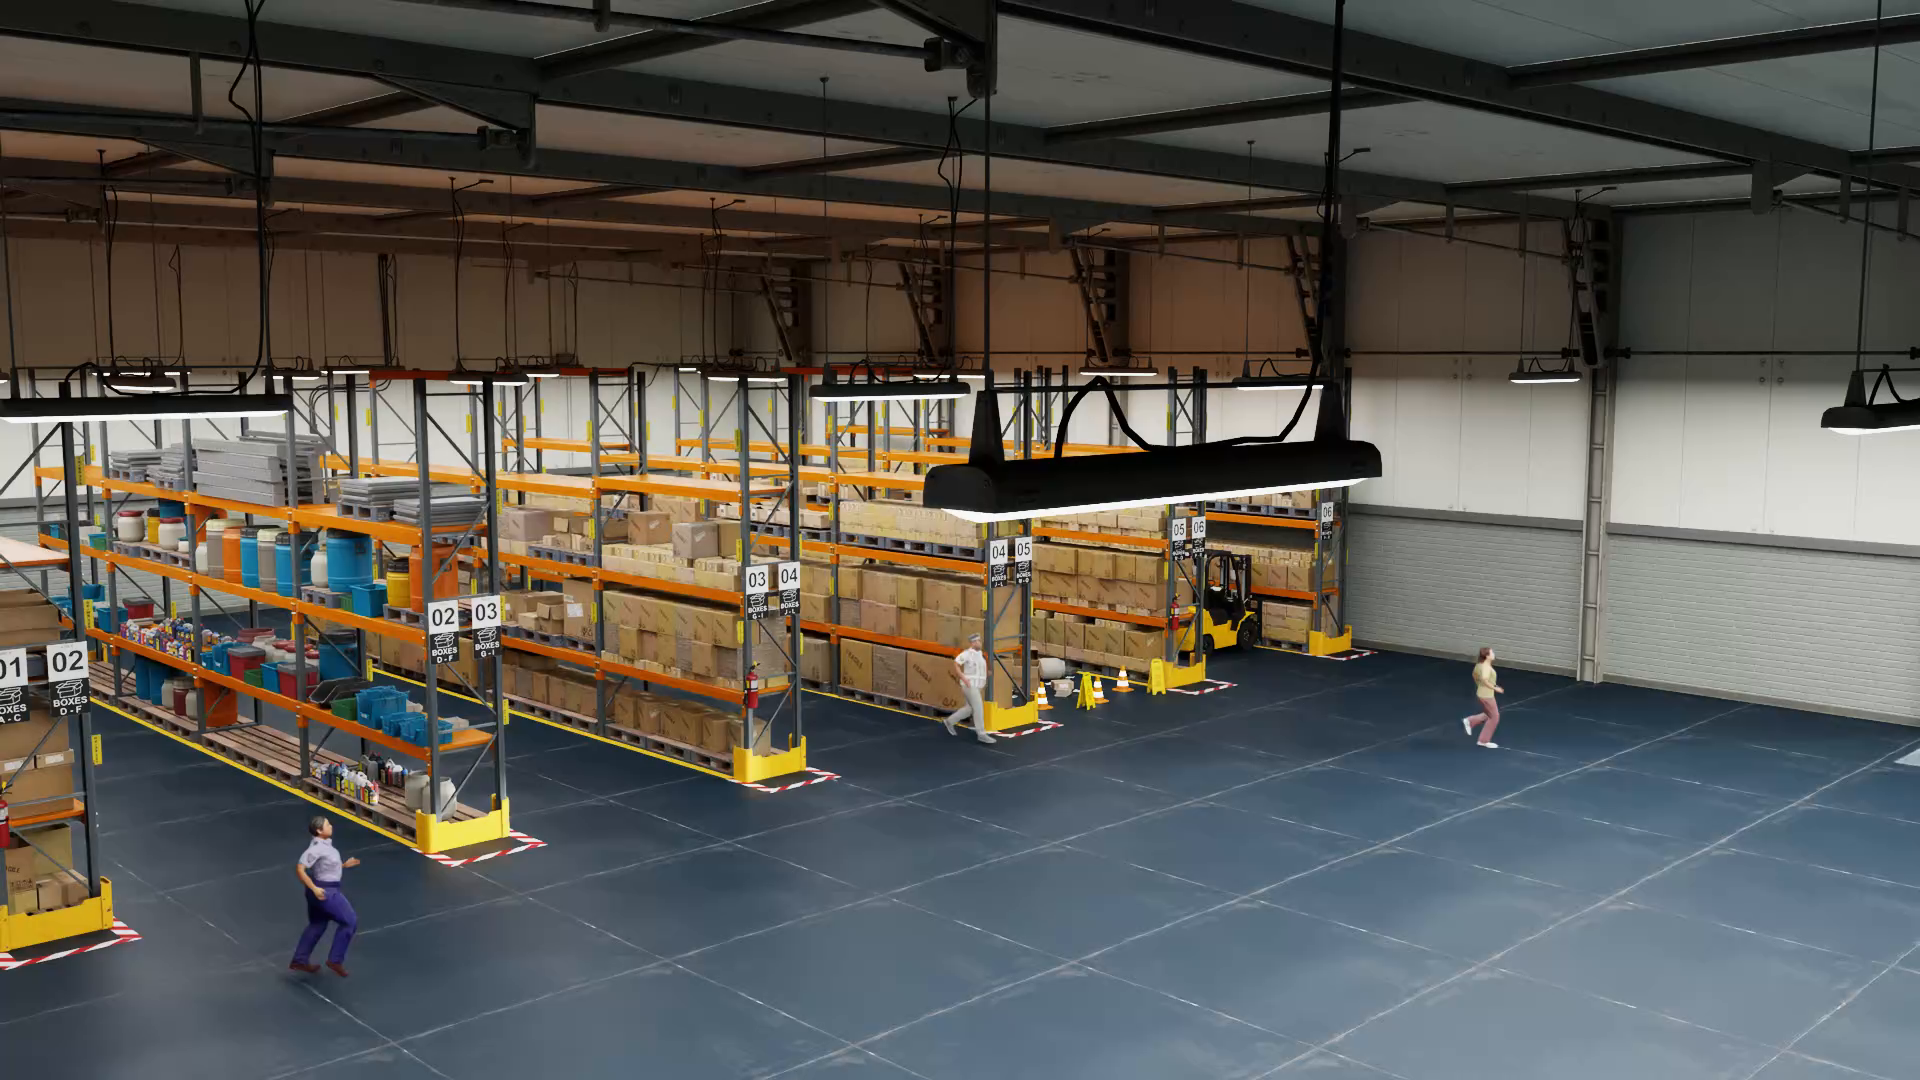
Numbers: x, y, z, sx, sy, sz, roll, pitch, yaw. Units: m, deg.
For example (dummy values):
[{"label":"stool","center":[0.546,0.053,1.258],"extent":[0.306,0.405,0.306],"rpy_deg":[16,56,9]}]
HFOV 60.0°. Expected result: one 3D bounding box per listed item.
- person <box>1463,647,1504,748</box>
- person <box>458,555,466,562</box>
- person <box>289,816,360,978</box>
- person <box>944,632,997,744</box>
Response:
[{"label":"person","center":[8.415,2.542,26.732],"extent":[0.579,1.586,0.610],"rpy_deg":[1,6,6]},{"label":"person","center":[-11.628,1.166,38.556],"extent":[0.780,1.655,0.574],"rpy_deg":[-2,7,-20]},{"label":"person","center":[-6.445,3.633,16.867],"extent":[0.716,1.681,0.574],"rpy_deg":[-3,7,-26]},{"label":"person","center":[0.221,2.379,27.158],"extent":[0.958,1.748,0.693],"rpy_deg":[3,7,22]}]
